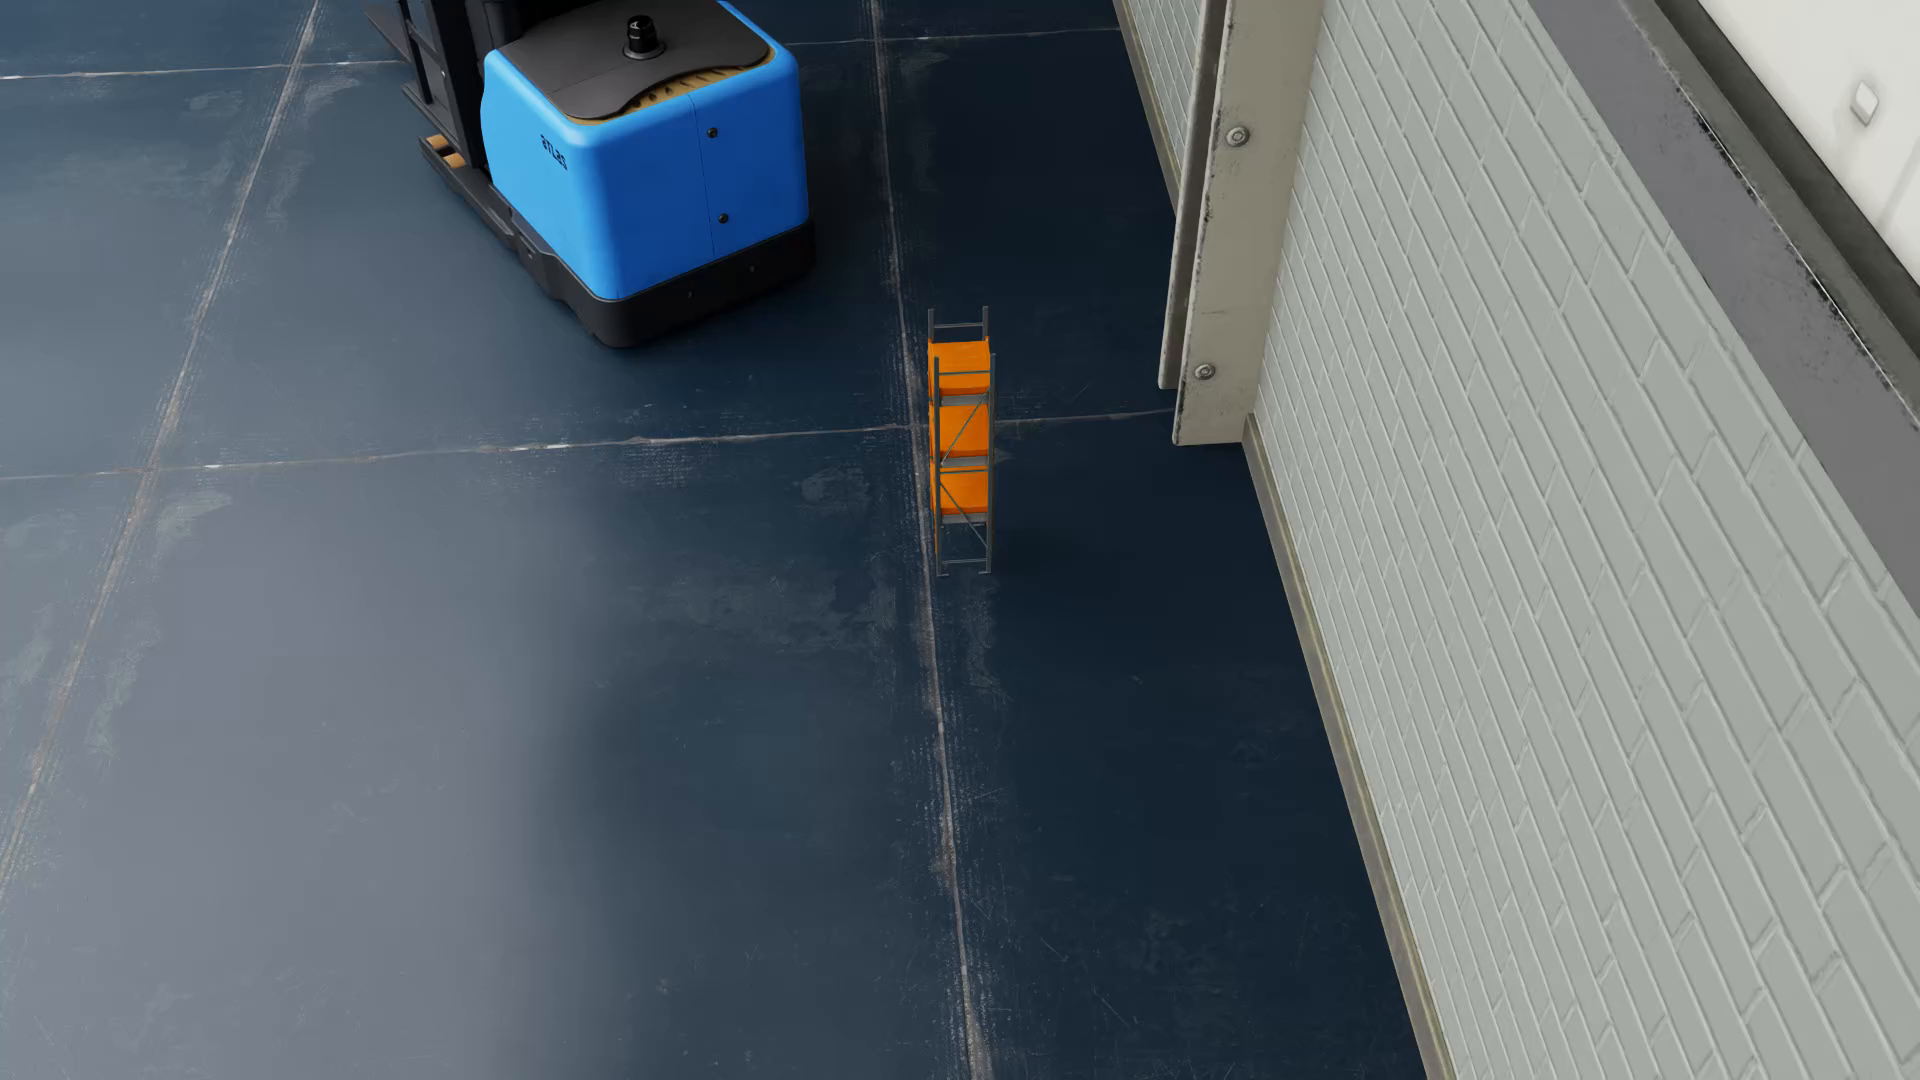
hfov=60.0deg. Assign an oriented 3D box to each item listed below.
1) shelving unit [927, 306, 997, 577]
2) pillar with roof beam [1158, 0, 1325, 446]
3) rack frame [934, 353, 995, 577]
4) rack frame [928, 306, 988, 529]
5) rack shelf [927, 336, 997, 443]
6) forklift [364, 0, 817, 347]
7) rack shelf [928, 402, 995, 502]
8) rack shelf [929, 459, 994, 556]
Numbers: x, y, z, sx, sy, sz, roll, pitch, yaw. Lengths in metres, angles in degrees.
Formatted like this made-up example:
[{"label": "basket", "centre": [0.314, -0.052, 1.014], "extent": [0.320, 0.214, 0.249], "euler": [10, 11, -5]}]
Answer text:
[{"label": "shelving unit", "centre": [0.004, -0.322, 5.832], "extent": [0.215, 1.050, 0.252], "euler": [-3, 47, -3]}, {"label": "pillar with roof beam", "centre": [-3.302, -3.361, 3.235], "extent": [9.100, 9.000, 0.400], "euler": [-3, 47, -3]}, {"label": "rack frame", "centre": [0.015, -0.234, 5.749], "extent": [0.200, 1.050, 0.008], "euler": [-3, 47, -3]}, {"label": "rack frame", "centre": [-0.006, -0.411, 5.916], "extent": [0.200, 1.050, 0.008], "euler": [-3, 47, -3]}, {"label": "rack shelf", "centre": [0.004, -0.510, 5.634], "extent": [0.215, 0.259, 0.240], "euler": [-3, 47, -3]}, {"label": "forklift", "centre": [-1.901, -2.840, 6.921], "extent": [1.130, 2.935, 3.031], "euler": [-28, 53, -24]}, {"label": "rack shelf", "centre": [0.004, -0.315, 5.840], "extent": [0.215, 0.259, 0.240], "euler": [-3, 47, -3]}, {"label": "rack shelf", "centre": [0.004, -0.124, 6.042], "extent": [0.215, 0.259, 0.240], "euler": [-3, 47, -3]}]
